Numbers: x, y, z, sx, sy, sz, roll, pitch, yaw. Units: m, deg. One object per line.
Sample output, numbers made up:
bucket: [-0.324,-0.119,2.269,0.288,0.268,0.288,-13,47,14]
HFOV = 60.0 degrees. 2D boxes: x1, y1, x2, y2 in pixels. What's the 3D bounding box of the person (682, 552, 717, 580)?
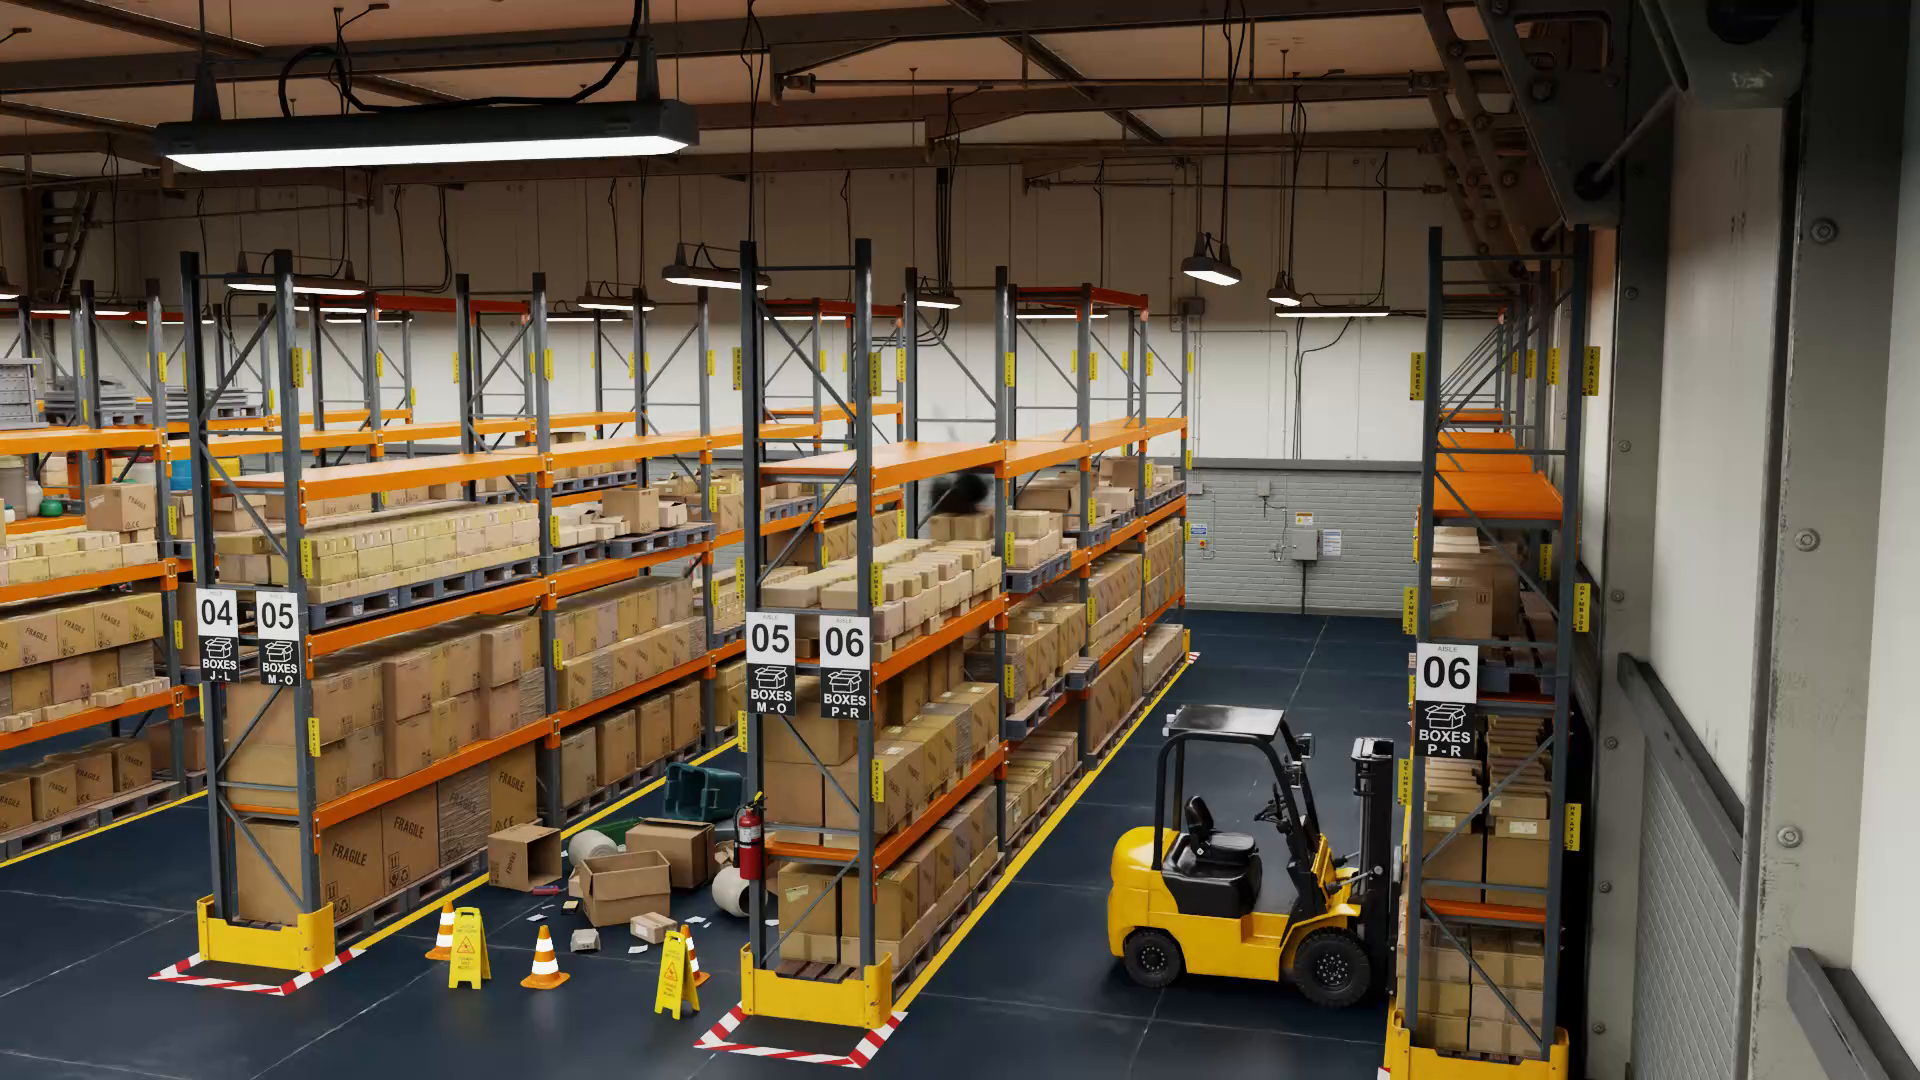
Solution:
person: [-4.680,0.952,29.915,0.668,1.729,0.593,-1,6,-6]
